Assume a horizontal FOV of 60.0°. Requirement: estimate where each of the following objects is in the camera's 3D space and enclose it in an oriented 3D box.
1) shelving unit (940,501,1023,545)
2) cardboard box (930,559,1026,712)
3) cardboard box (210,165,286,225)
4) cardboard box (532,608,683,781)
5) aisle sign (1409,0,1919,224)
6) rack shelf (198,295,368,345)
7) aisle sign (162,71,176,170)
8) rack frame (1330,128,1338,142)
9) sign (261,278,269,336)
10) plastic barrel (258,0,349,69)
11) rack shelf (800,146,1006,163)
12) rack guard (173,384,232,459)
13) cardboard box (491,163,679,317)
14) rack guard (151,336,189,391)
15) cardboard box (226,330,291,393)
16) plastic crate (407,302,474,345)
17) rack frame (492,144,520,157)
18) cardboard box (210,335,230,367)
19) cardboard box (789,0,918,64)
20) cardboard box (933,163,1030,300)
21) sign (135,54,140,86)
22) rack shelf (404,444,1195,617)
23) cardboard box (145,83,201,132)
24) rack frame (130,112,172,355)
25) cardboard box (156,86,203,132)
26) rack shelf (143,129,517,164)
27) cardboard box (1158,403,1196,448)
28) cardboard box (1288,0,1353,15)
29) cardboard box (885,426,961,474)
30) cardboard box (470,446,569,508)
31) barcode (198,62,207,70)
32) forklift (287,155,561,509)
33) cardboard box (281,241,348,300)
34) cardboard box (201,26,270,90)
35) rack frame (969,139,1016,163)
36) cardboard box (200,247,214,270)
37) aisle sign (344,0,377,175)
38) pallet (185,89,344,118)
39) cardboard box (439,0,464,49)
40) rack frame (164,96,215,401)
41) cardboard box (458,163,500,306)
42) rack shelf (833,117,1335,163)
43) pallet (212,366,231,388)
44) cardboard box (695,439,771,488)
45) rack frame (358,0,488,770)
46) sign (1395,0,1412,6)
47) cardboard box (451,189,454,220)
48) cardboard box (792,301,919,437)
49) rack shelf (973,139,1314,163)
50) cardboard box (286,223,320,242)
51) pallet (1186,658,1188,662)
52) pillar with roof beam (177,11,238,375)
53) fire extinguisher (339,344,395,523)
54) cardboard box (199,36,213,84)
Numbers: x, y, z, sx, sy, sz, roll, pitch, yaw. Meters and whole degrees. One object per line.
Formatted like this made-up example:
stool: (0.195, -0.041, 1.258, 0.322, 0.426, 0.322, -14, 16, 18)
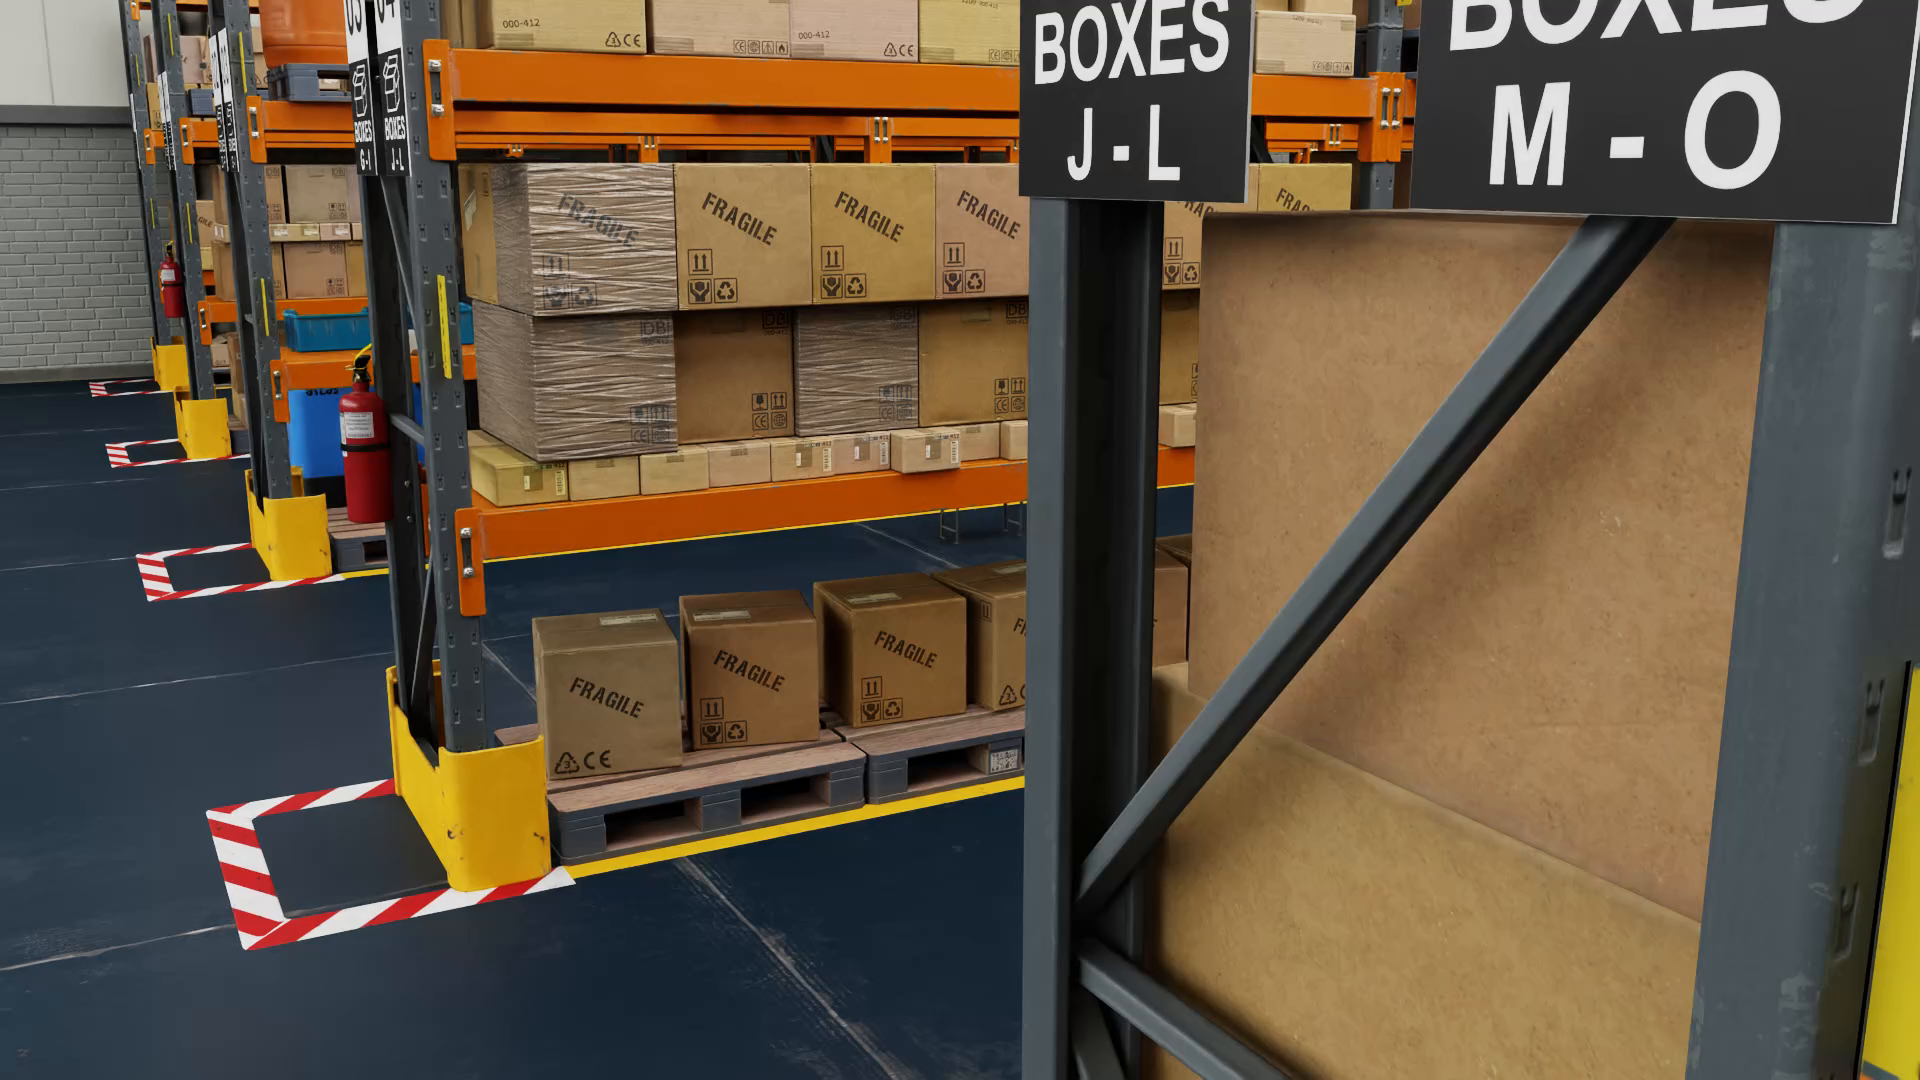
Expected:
shelving unit: (0.145, -0.603, 11.055, 0.503, 1.200, 0.258, -7, 14, -28)
cardboard box: (0.212, 0.401, 7.230, 0.500, 0.500, 0.500, -8, 15, -33)
cardboard box: (-6.203, -3.012, 14.480, 0.500, 0.500, 0.700, -7, 14, -28)
cardboard box: (-1.366, 0.583, 6.422, 0.500, 0.500, 0.500, -4, 13, -17)
aisle sign: (0.447, -0.605, 1.046, 0.004, 0.787, 0.394, -7, 14, -28)
rack shelf: (-4.910, -2.138, 15.415, 4.000, 0.370, 1.077, -7, 14, -28)
aisle sign: (-6.576, -3.481, 13.823, 0.004, 0.787, 0.394, -7, 14, -28)
rack frame: (2.727, -2.165, 13.897, 0.127, 3.000, 1.000, -7, 14, -28)
sign: (-4.035, -1.352, 9.654, 0.005, 0.325, 0.100, -7, 14, -28)
plastic barrel: (-3.930, -3.277, 10.071, 0.708, 0.830, 0.600, -7, 14, -28)
rack shelf: (-0.265, -5.397, 23.066, 4.000, 0.370, 1.077, -7, 14, -28)
rack guard: (-6.686, -1.056, 14.664, 0.348, 0.500, 1.175, -7, 14, -28)
cardboard box: (-1.309, -1.056, 5.787, 0.500, 0.500, 0.500, -7, 14, -28)
rack guard: (-8.975, -2.021, 18.951, 0.348, 0.500, 1.175, -7, 14, -28)
cardboard box: (-6.337, -1.621, 15.080, 0.500, 0.500, 0.500, -7, 14, -28)
plastic crate: (-3.427, -1.428, 10.963, 0.408, 0.251, 0.499, -7, 14, -28)
rack frame: (-5.531, -3.653, 20.511, 0.127, 3.000, 1.000, -7, 14, -28)
cardboard box: (-8.392, -2.191, 19.135, 0.500, 0.311, 0.500, -9, 15, -34)
cardboard box: (-0.489, -1.867, 6.082, 0.500, 0.250, 0.500, -7, 14, -28)
cardboard box: (0.008, -1.214, 6.488, 0.500, 0.500, 0.500, -7, 14, -28)
sign: (-8.782, -5.018, 17.751, 0.005, 0.325, 0.100, -7, 14, -28)
rack shelf: (-0.167, -0.228, 6.930, 4.000, 0.370, 1.077, -7, 14, -28)
cardboard box: (-8.629, -4.742, 18.241, 0.500, 0.500, 0.500, -6, 14, -26)
rack frame: (-9.042, -3.233, 18.641, 0.127, 3.000, 1.000, -7, 14, -28)
cardboard box: (-8.797, -4.847, 18.711, 0.500, 0.500, 0.500, -6, 14, -24)
rack shelf: (-7.287, -4.555, 19.326, 4.000, 0.370, 1.077, -7, 14, -28)
cardboard box: (0.903, -0.501, 7.075, 0.250, 0.149, 0.380, -7, 14, -28)
cardboard box: (1.442, -2.285, 7.030, 0.250, 0.149, 0.380, -6, 14, -26)
cardboard box: (-0.195, -0.369, 6.491, 0.250, 0.149, 0.380, -7, 14, -28)
cardboard box: (-1.558, -0.230, 5.873, 0.250, 0.149, 0.380, -7, 14, -28)
barcode: (-6.632, -4.150, 14.562, 0.075, 0.075, 0.001, -7, 14, -28)
forklift: (-3.512, -1.799, 12.429, 3.031, 2.935, 1.130, -6, 14, -26)
cardboard box: (-5.791, -2.430, 14.847, 0.500, 0.500, 0.700, -6, 14, -26)
cardboard box: (-6.159, -4.125, 14.264, 0.637, 0.503, 0.797, -6, 14, -24)
rack frame: (0.357, -3.120, 18.141, 0.127, 3.000, 1.000, -7, 14, -28)
cardboard box: (-8.462, -3.159, 18.612, 0.500, 0.250, 0.500, -7, 15, -29)
aisle sign: (-2.120, -1.688, 5.859, 0.004, 0.787, 0.394, -7, 14, -28)
pallet: (-6.032, -3.768, 14.390, 1.213, 0.211, 1.003, -7, 14, -28)
cardboard box: (-1.621, -1.859, 6.046, 0.500, 0.250, 0.500, -6, 14, -27)
rack frame: (-6.665, -2.278, 14.401, 0.127, 3.000, 1.000, -7, 14, -28)
cardboard box: (-1.558, -1.156, 6.232, 0.500, 0.500, 0.500, -7, 14, -28)
rack shelf: (0.971, -3.067, 12.712, 4.000, 0.370, 1.077, -7, 14, -28)
pallet: (-8.245, -1.959, 19.332, 1.213, 0.211, 1.003, -7, 14, -28)
cardboard box: (-0.893, -0.307, 6.212, 0.250, 0.149, 0.380, -7, 14, -28)
rack frame: (-1.922, -0.369, 5.916, 0.127, 3.000, 1.000, -7, 14, -28)
sign: (1.856, -2.402, 6.939, 0.005, 0.325, 0.100, -7, 14, -28)
cardboard box: (-4.862, -3.175, 15.201, 0.500, 0.500, 0.700, -7, 14, -28)
cardboard box: (-0.585, -0.735, 6.640, 0.500, 0.500, 0.875, -7, 14, -28)
rack shelf: (2.112, -4.443, 18.825, 4.000, 0.370, 1.077, -7, 14, -28)
cardboard box: (-5.768, -2.698, 14.559, 0.250, 0.149, 0.380, -7, 14, -28)
pallet: (1.016, 0.648, 7.748, 1.213, 0.211, 1.003, -7, 14, -28)
pillar with roof beam: (-6.779, -5.570, 15.364, 0.400, 9.000, 9.100, -7, 14, -28)
fire extinguisher: (-2.243, -0.408, 6.266, 0.183, 0.674, 0.296, -7, 14, -28)
cardboard box: (-8.123, -5.279, 18.352, 0.500, 0.500, 0.500, -7, 14, -29)
